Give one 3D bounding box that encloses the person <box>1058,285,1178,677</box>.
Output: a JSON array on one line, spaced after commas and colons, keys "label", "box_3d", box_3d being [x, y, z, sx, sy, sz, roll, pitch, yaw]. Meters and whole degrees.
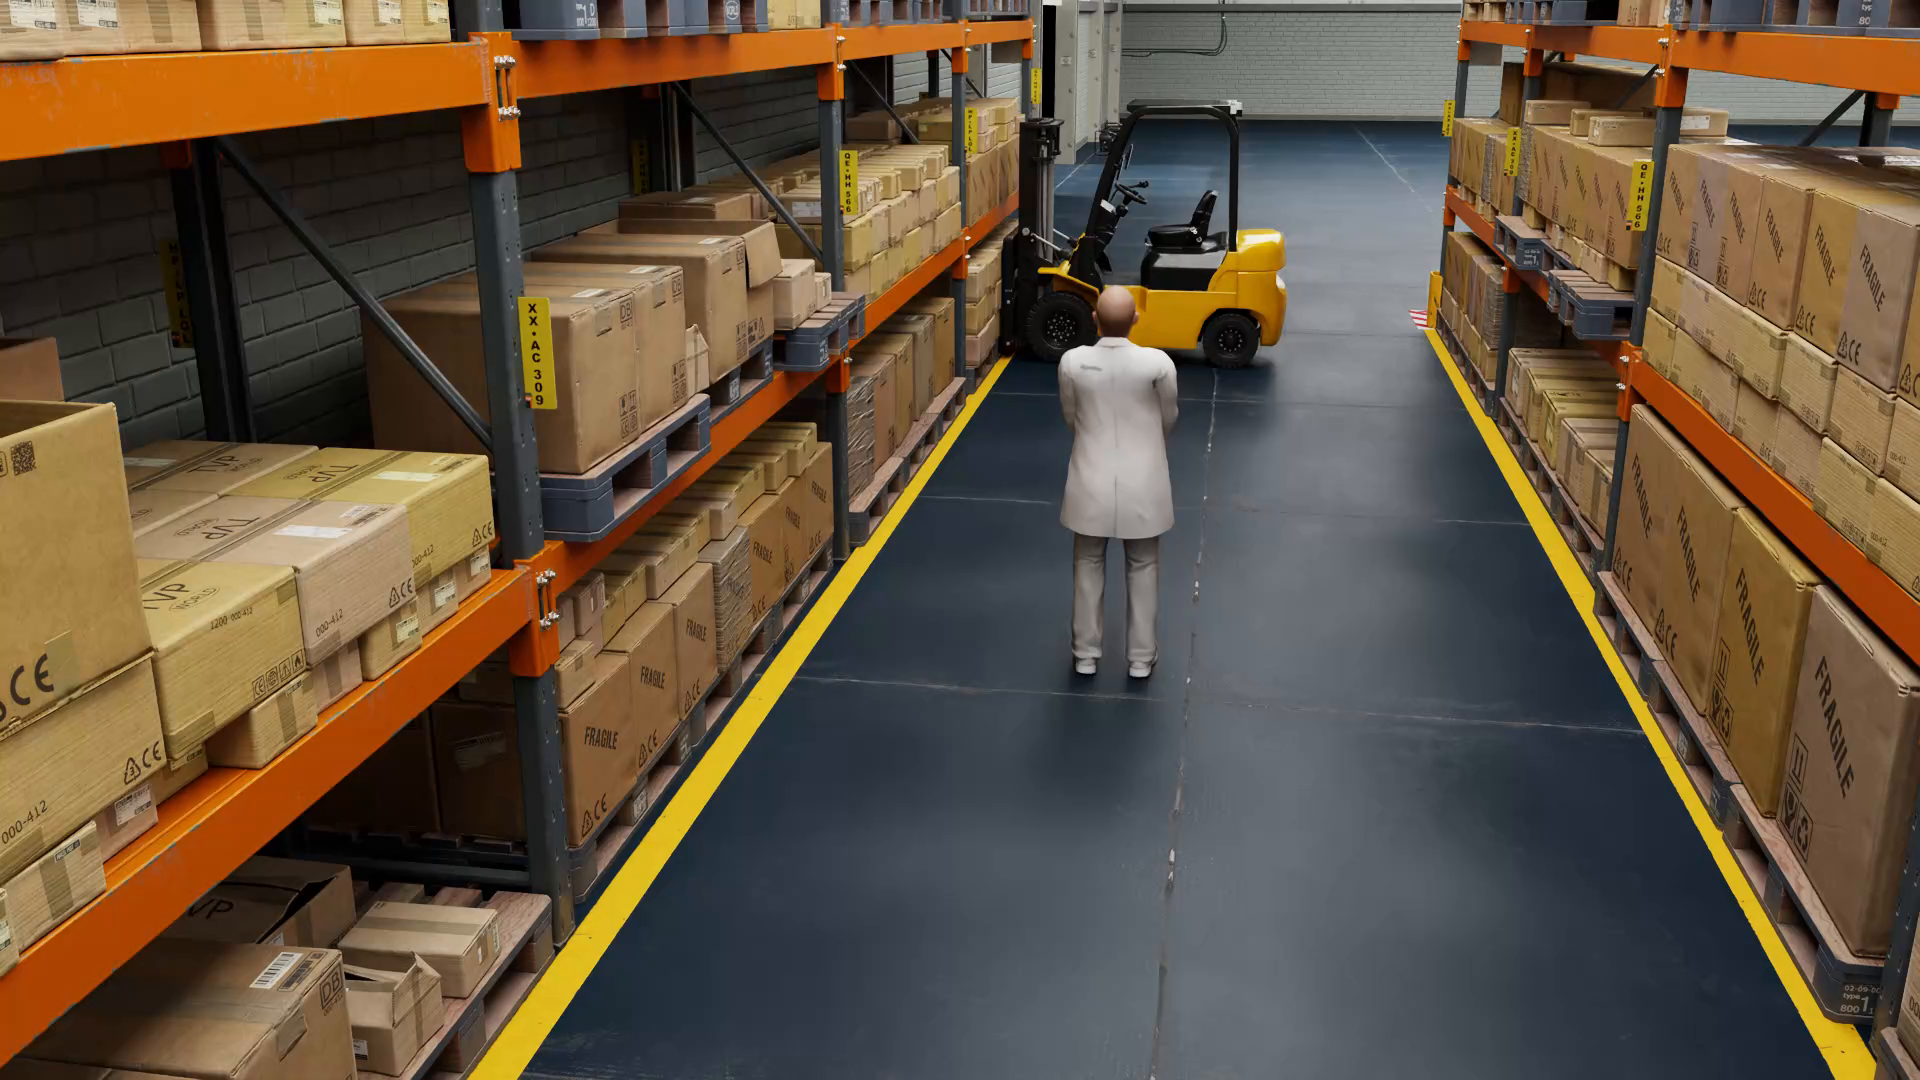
[{"label": "person", "box_3d": [0.711, -0.288, 7.494, 0.531, 1.769, 0.555, 3, 18, 9]}]
